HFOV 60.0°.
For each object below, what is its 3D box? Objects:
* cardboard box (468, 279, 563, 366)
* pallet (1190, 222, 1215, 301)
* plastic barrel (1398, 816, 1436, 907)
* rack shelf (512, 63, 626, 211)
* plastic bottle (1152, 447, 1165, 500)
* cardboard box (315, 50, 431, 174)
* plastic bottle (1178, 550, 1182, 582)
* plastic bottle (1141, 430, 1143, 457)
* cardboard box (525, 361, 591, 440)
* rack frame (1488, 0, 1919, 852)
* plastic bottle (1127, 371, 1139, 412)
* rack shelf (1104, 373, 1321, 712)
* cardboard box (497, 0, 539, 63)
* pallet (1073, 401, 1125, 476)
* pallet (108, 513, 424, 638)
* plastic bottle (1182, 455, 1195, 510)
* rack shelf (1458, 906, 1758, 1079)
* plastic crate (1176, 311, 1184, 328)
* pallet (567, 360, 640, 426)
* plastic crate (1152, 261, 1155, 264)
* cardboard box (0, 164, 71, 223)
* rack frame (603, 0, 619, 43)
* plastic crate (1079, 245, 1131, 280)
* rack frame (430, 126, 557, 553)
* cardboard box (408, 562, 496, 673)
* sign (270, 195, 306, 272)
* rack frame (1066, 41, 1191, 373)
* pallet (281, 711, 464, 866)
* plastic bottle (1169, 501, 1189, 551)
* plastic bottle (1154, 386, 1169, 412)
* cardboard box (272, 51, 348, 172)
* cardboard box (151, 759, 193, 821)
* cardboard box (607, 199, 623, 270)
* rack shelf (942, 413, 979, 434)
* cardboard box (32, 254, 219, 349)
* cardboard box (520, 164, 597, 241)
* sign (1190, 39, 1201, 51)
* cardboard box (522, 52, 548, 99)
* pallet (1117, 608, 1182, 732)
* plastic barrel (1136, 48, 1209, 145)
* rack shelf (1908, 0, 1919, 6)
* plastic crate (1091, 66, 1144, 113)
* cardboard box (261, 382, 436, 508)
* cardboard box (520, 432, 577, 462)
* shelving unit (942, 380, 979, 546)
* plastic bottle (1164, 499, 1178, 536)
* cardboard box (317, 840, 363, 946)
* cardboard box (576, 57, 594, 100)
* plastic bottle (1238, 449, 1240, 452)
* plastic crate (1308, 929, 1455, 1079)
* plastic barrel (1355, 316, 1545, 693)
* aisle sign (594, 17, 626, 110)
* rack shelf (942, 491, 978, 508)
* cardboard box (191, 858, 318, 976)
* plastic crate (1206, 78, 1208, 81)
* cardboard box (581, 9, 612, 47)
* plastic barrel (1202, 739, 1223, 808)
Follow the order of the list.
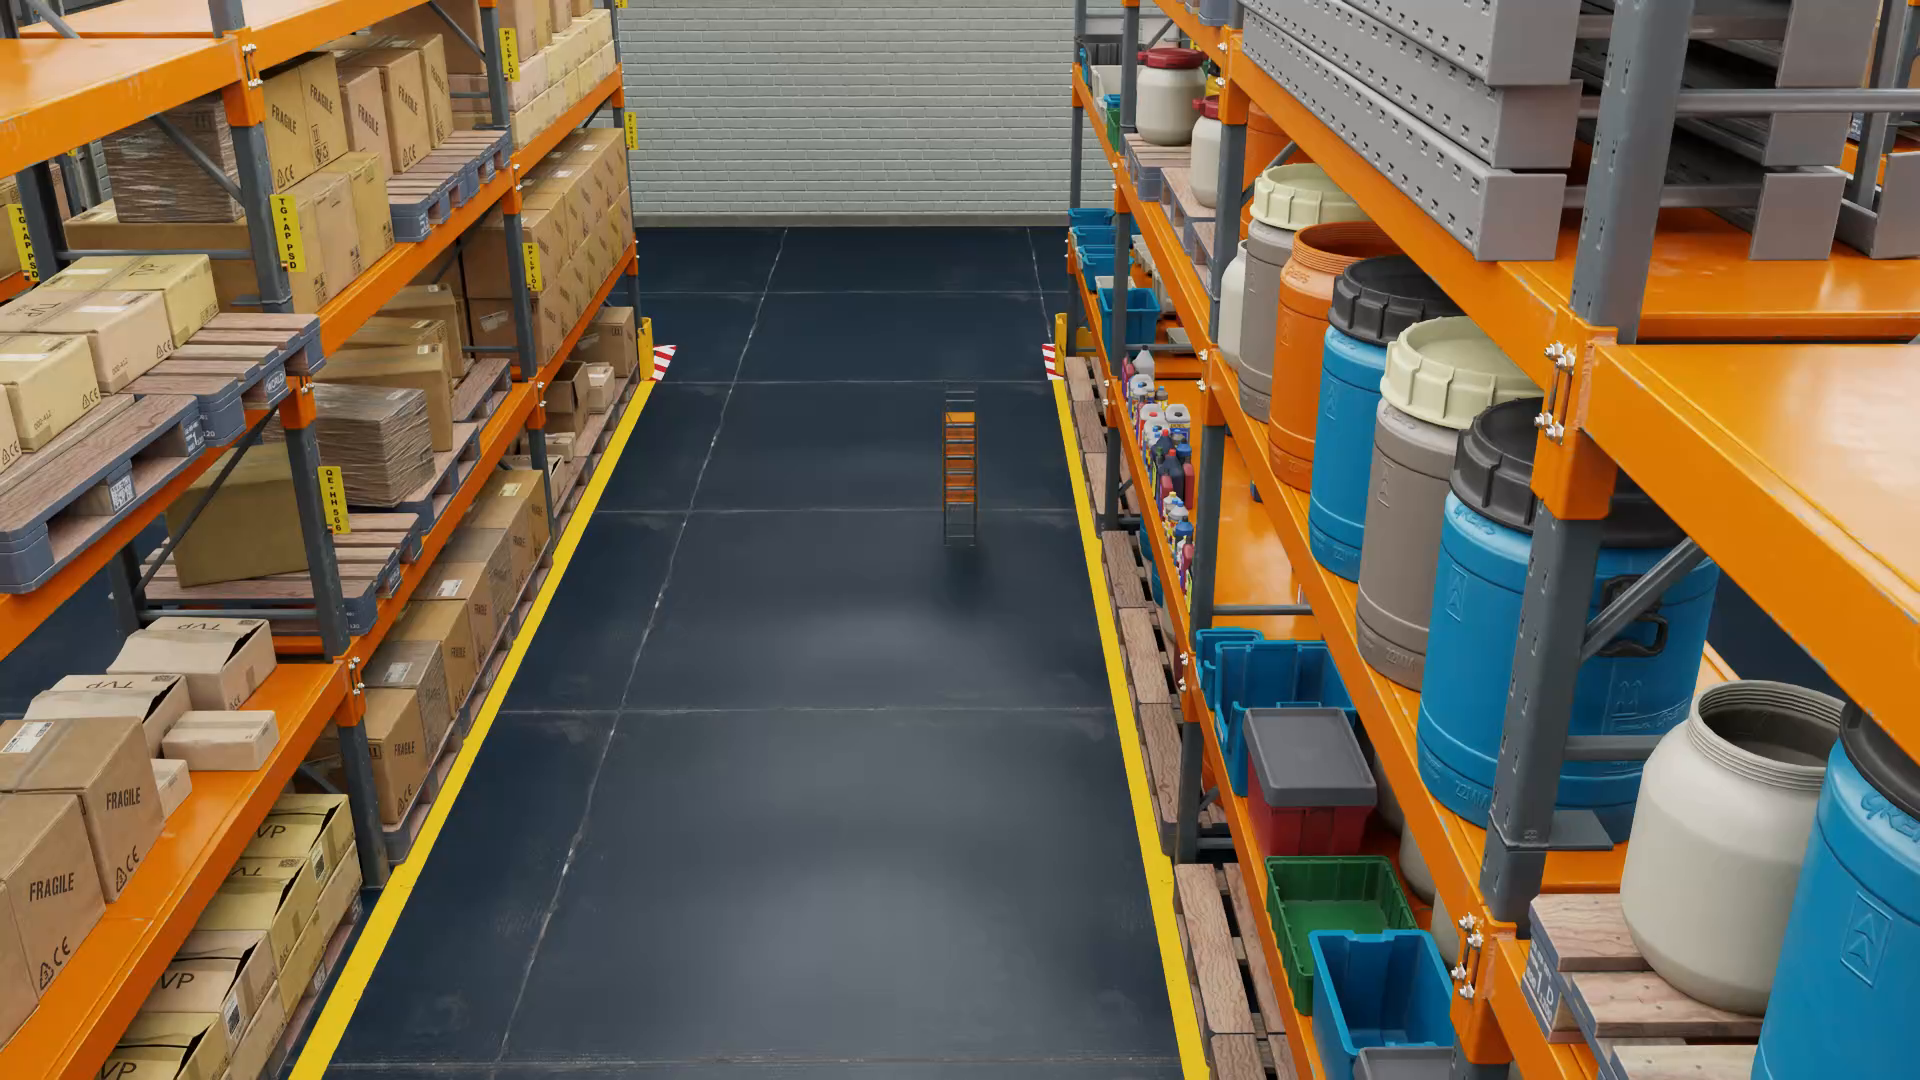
[{"bbox_3d":[-3.147,-1.551,11.802,0.500,0.500,0.500,0,24,1],"label":"cardboard box"},{"bbox_3d":[1.672,-1.263,7.875,1.003,0.211,1.213,0,24,-1],"label":"pallet"},{"bbox_3d":[1.822,1.044,6.021,0.433,0.535,0.433,0,24,0],"label":"plastic barrel"},{"bbox_3d":[-3.436,-3.157,12.708,1.077,0.370,4.000,0,24,-1],"label":"rack shelf"},{"bbox_3d":[1.136,-0.381,9.476,0.061,0.283,0.133,0,24,-1],"label":"plastic bottle"},{"bbox_3d":[-3.452,-2.460,9.541,0.600,0.600,0.600,-1,24,-1],"label":"cardboard box"},{"bbox_3d":[1.166,0.116,8.478,0.097,0.201,0.097,0,24,0],"label":"plastic bottle"},{"bbox_3d":[1.147,-0.603,10.067,0.097,0.201,0.097,0,24,0],"label":"plastic bottle"},{"bbox_3d":[-3.440,-1.132,13.491,0.797,0.503,0.637,0,24,-1],"label":"cardboard box"},{"bbox_3d":[1.626,-0.752,2.876,1.000,3.000,0.127,0,24,-1],"label":"rack frame"},{"bbox_3d":[1.138,-0.961,10.774,0.097,0.271,0.097,0,24,0],"label":"plastic bottle"},{"bbox_3d":[1.561,-0.163,9.727,1.077,0.370,4.000,0,24,-1],"label":"rack shelf"},{"bbox_3d":[-3.321,-3.569,11.410,0.700,0.500,0.500,0,24,-1],"label":"cardboard box"},{"bbox_3d":[1.476,-0.851,13.760,1.003,0.211,1.213,0,24,-1],"label":"pallet"},{"bbox_3d":[-3.448,0.162,8.367,1.213,0.211,1.003,0,24,-1],"label":"pallet"},{"bbox_3d":[1.281,-0.326,9.356,0.061,0.283,0.133,0,24,-1],"label":"plastic bottle"},{"bbox_3d":[1.648,1.767,1.820,1.077,0.370,4.000,0,24,-1],"label":"rack shelf"},{"bbox_3d":[1.780,-1.741,12.192,0.402,0.464,0.583,0,24,-1],"label":"plastic crate"},{"bbox_3d":[-3.447,-1.312,14.779,1.003,0.211,1.213,0,24,-1],"label":"pallet"},{"bbox_3d":[1.723,-2.179,13.559,0.298,0.136,0.250,0,24,-1],"label":"plastic crate"},{"bbox_3d":[-8.396,-2.845,14.421,0.980,0.700,0.700,1,24,2],"label":"cardboard box"},{"bbox_3d":[-3.458,-5.676,13.763,1.000,3.000,0.127,0,24,-1],"label":"rack frame"},{"bbox_3d":[1.183,-2.269,13.640,0.416,0.233,0.300,0,24,-1],"label":"plastic crate"},{"bbox_3d":[-3.414,-1.294,11.355,1.000,3.000,0.127,0,24,-1],"label":"rack frame"},{"bbox_3d":[-3.112,0.466,9.962,0.500,0.500,0.500,-1,24,-2],"label":"cardboard box"},{"bbox_3d":[-2.815,-1.284,6.968,0.100,0.325,0.005,0,24,-1],"label":"sign"},{"bbox_3d":[1.495,-2.963,15.046,1.000,3.000,0.127,0,24,-1],"label":"rack frame"},{"bbox_3d":[-3.341,1.317,8.966,1.003,0.211,1.213,0,24,-1],"label":"pallet"},{"bbox_3d":[1.162,-0.076,8.818,0.097,0.271,0.097,0,24,0],"label":"plastic bottle"},{"bbox_3d":[1.292,-0.890,10.701,0.097,0.201,0.097,0,24,0],"label":"plastic bottle"},{"bbox_3d":[-3.380,-2.114,8.193,0.500,0.500,0.500,0,24,-1],"label":"cardboard box"},{"bbox_3d":[-3.300,0.994,6.601,0.380,0.149,0.250,2,24,3],"label":"cardboard box"},{"bbox_3d":[-3.172,-2.591,14.101,0.500,0.500,0.500,0,24,0],"label":"cardboard box"},{"bbox_3d":[0.000,-0.828,11.743,0.258,0.103,0.180,0,24,-1],"label":"rack shelf"},{"bbox_3d":[-3.309,-0.949,6.624,0.500,0.250,0.500,-2,24,-4],"label":"cardboard box"},{"bbox_3d":[-3.156,-2.628,12.970,0.500,0.500,0.500,0,24,1],"label":"cardboard box"},{"bbox_3d":[2.045,-4.292,14.469,0.100,0.325,0.005,0,24,-1],"label":"sign"},{"bbox_3d":[-3.178,-3.228,11.566,0.500,0.250,0.500,0,24,-1],"label":"cardboard box"},{"bbox_3d":[1.522,0.778,10.158,1.003,0.211,1.213,0,24,-1],"label":"pallet"},{"bbox_3d":[1.294,-2.717,10.186,0.433,0.535,0.433,0,24,0],"label":"plastic barrel"},{"bbox_3d":[6.513,-2.737,8.623,1.077,0.370,4.000,0,24,-1],"label":"rack shelf"},{"bbox_3d":[1.211,-3.361,12.429,0.437,0.282,0.530,0,24,-1],"label":"plastic crate"},{"bbox_3d":[-3.309,-0.520,9.012,0.700,0.500,0.500,4,25,9],"label":"cardboard box"},{"bbox_3d":[-3.222,-0.734,13.021,0.380,0.166,0.250,0,24,-1],"label":"cardboard box"},{"bbox_3d":[0.000,-0.541,11.873,0.258,1.200,0.189,0,24,-1],"label":"shelving unit"},{"bbox_3d":[1.160,-0.125,9.010,0.097,0.201,0.097,0,24,0],"label":"plastic bottle"},{"bbox_3d":[-3.121,1.631,7.714,0.500,0.250,0.500,0,24,1],"label":"cardboard box"},{"bbox_3d":[-3.176,-3.618,13.036,0.500,0.250,0.500,0,24,-1],"label":"cardboard box"},{"bbox_3d":[1.753,-0.674,10.139,0.097,0.271,0.097,0,24,0],"label":"plastic bottle"},{"bbox_3d":[1.303,1.536,5.118,0.392,0.384,0.575,0,24,-1],"label":"plastic crate"},{"bbox_3d":[1.397,-0.092,4.448,0.600,0.901,0.600,0,24,0],"label":"plastic barrel"},{"bbox_3d":[-3.152,-4.157,14.529,0.394,0.787,0.004,0,24,-1],"label":"aisle sign"},{"bbox_3d":[0.000,-0.282,11.990,0.258,0.103,0.180,0,24,-1],"label":"rack shelf"},{"bbox_3d":[-3.106,1.589,7.127,0.500,0.311,0.500,-1,24,-1],"label":"cardboard box"},{"bbox_3d":[1.800,-3.135,11.944,0.497,0.269,0.590,0,24,-1],"label":"plastic crate"},{"bbox_3d":[-3.197,-4.258,13.844,0.500,0.250,0.500,0,24,-1],"label":"cardboard box"},{"bbox_3d":[1.560,0.929,8.563,0.600,0.830,0.708,0,24,-1],"label":"plastic barrel"}]
